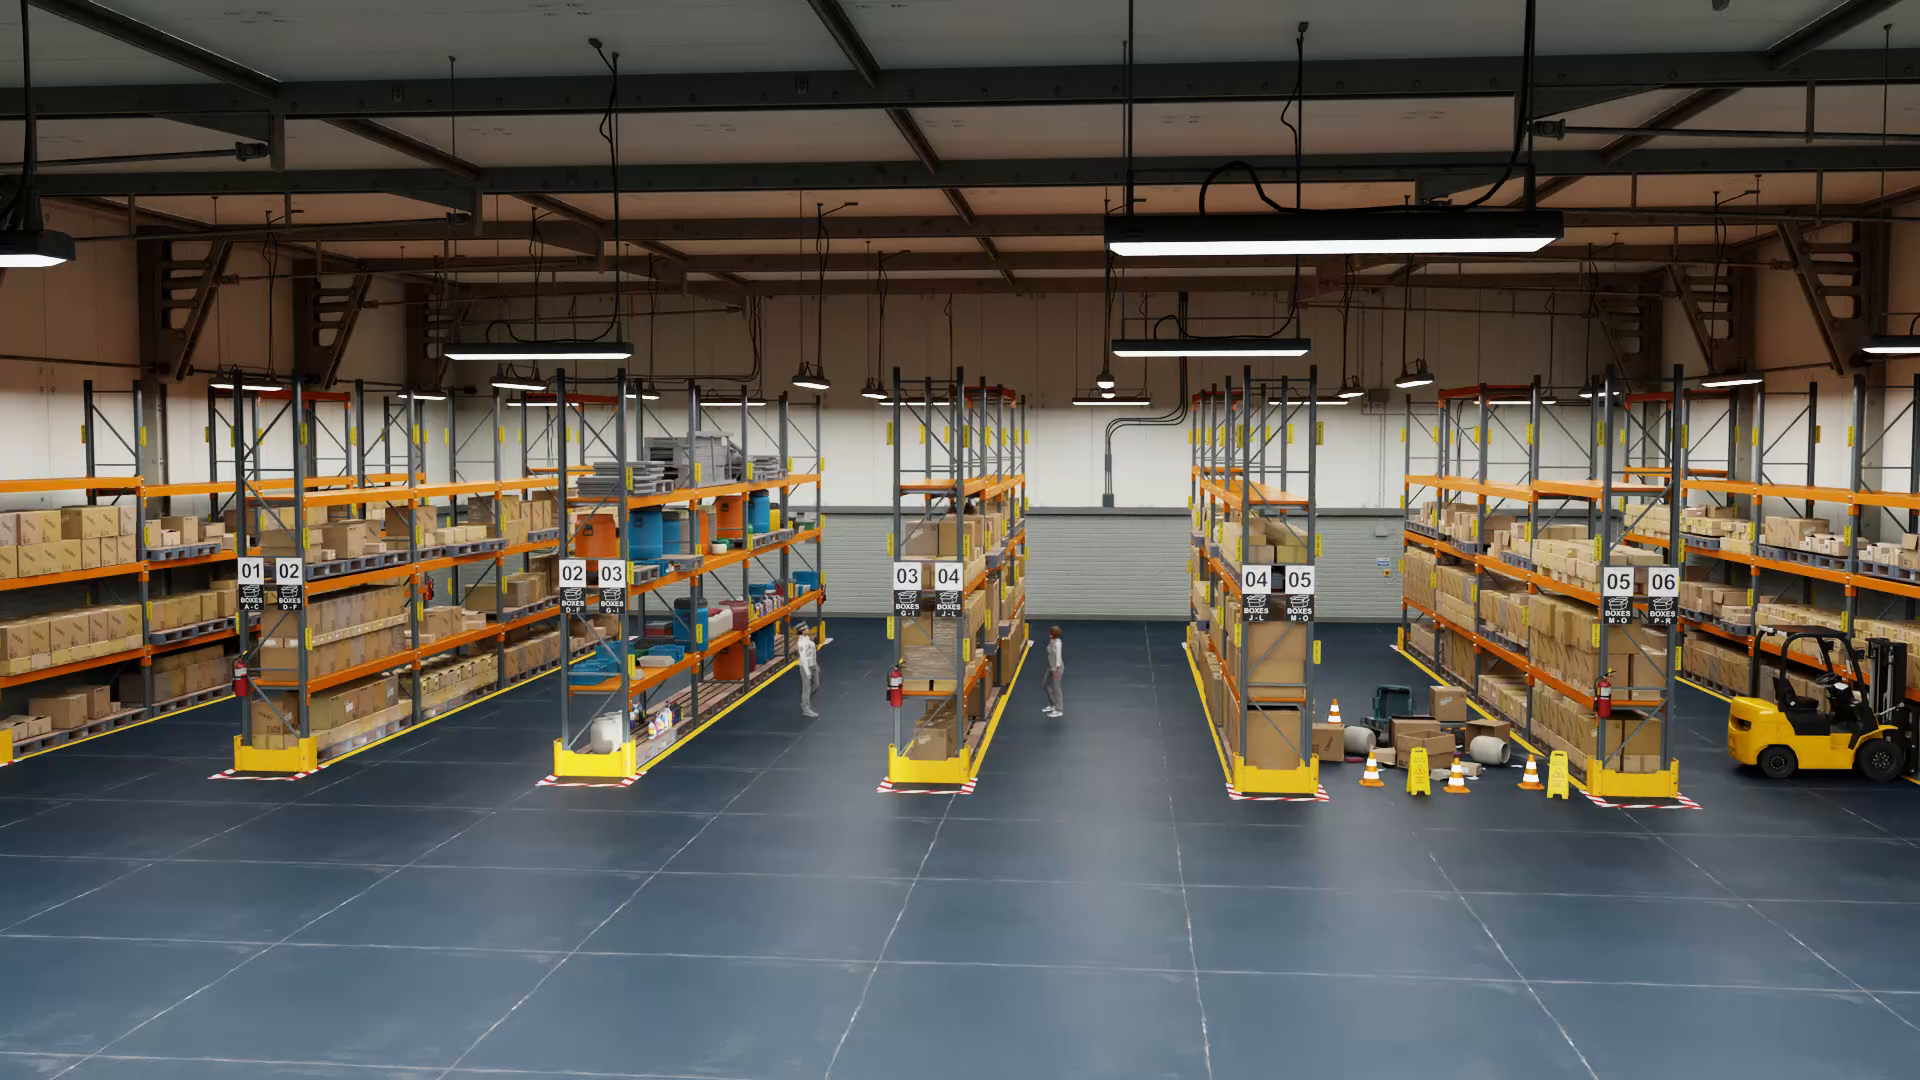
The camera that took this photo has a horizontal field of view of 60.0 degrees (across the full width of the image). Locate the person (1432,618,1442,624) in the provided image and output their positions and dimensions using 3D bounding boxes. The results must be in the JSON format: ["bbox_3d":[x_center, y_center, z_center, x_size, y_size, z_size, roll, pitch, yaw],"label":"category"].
[{"bbox_3d":[12.114,1.517,42.296,0.523,1.679,0.593,-1,4,-14],"label":"person"}]

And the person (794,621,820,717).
[{"bbox_3d":[-2.714,2.280,29.671,0.479,1.689,0.549,1,4,18],"label":"person"}]

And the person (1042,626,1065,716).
[{"bbox_3d":[1.663,2.313,29.467,0.362,1.601,0.479,-1,4,-13],"label":"person"}]
